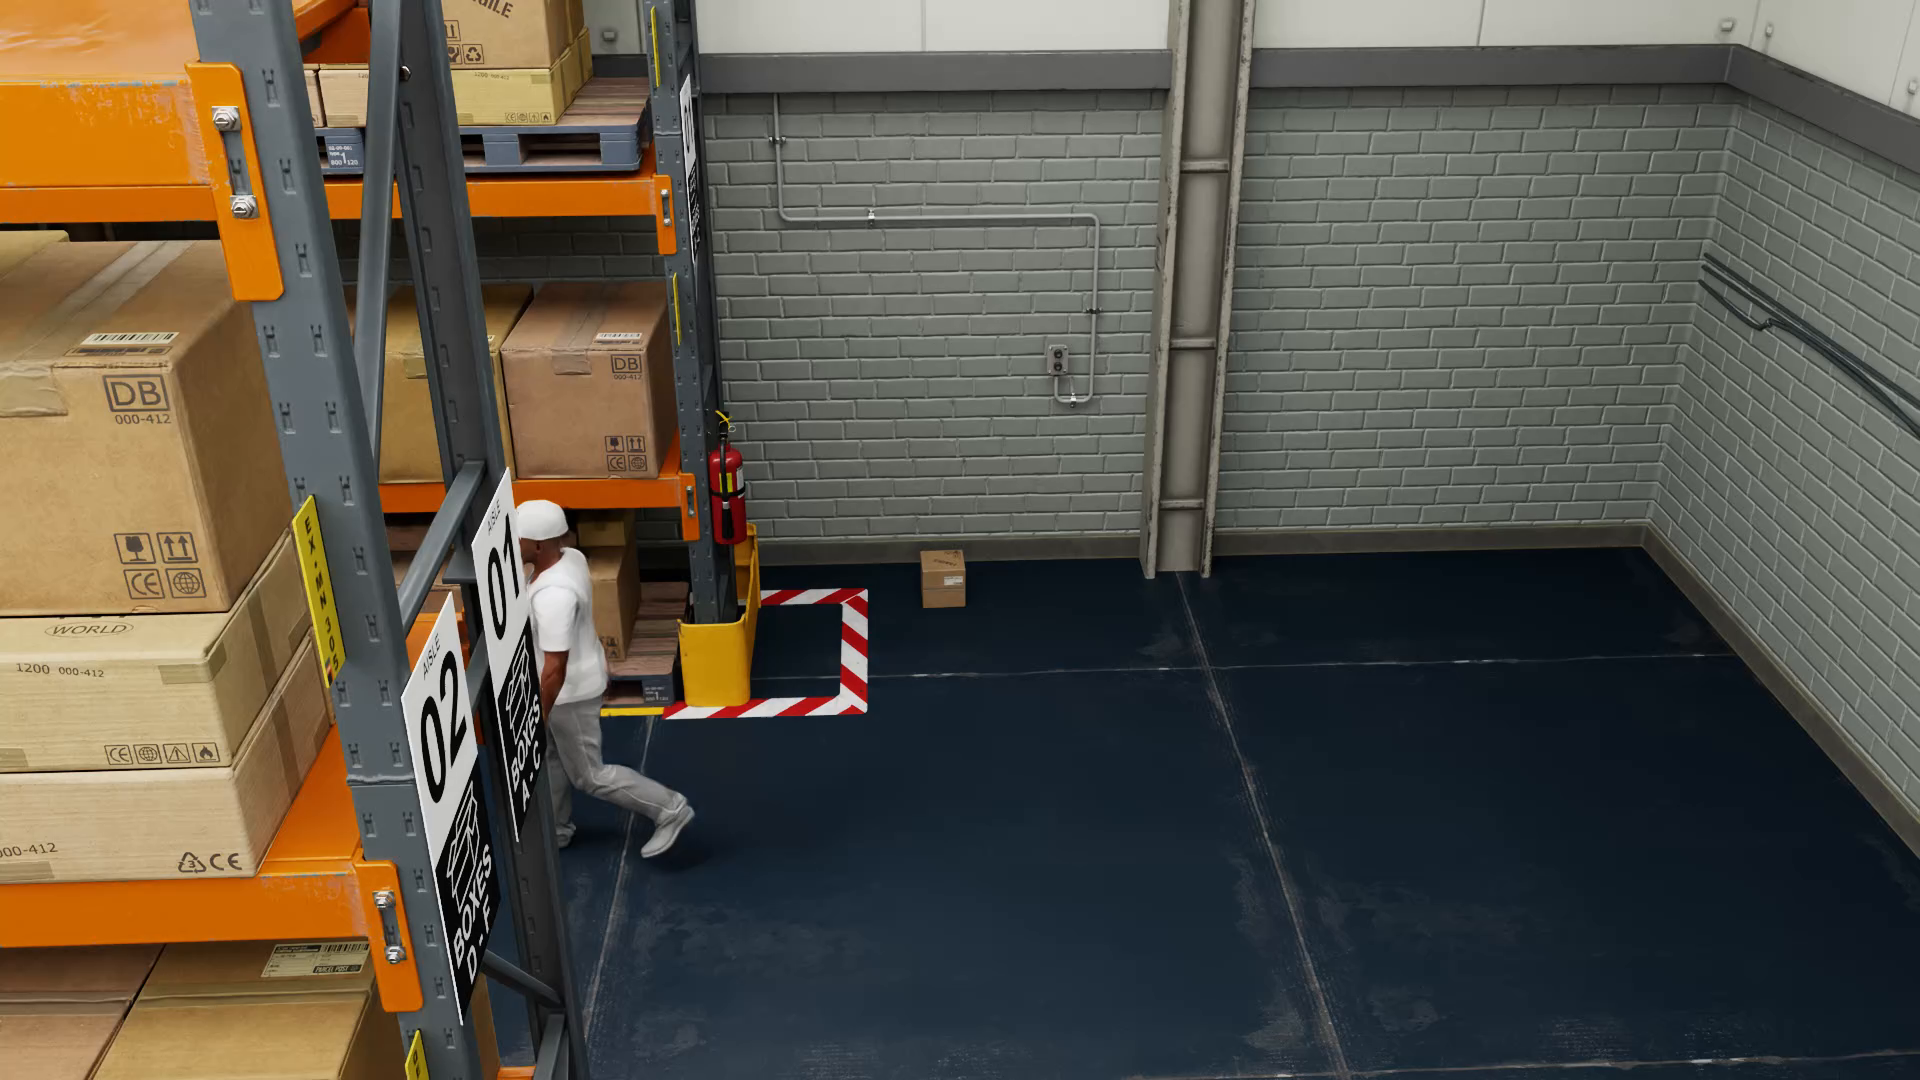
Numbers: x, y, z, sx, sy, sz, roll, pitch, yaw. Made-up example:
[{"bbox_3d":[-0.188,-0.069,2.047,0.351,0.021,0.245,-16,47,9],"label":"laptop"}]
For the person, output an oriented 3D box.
[{"bbox_3d":[-1.672,0.633,7.379,0.890,1.748,0.628,-4,28,-8],"label":"person"}]
